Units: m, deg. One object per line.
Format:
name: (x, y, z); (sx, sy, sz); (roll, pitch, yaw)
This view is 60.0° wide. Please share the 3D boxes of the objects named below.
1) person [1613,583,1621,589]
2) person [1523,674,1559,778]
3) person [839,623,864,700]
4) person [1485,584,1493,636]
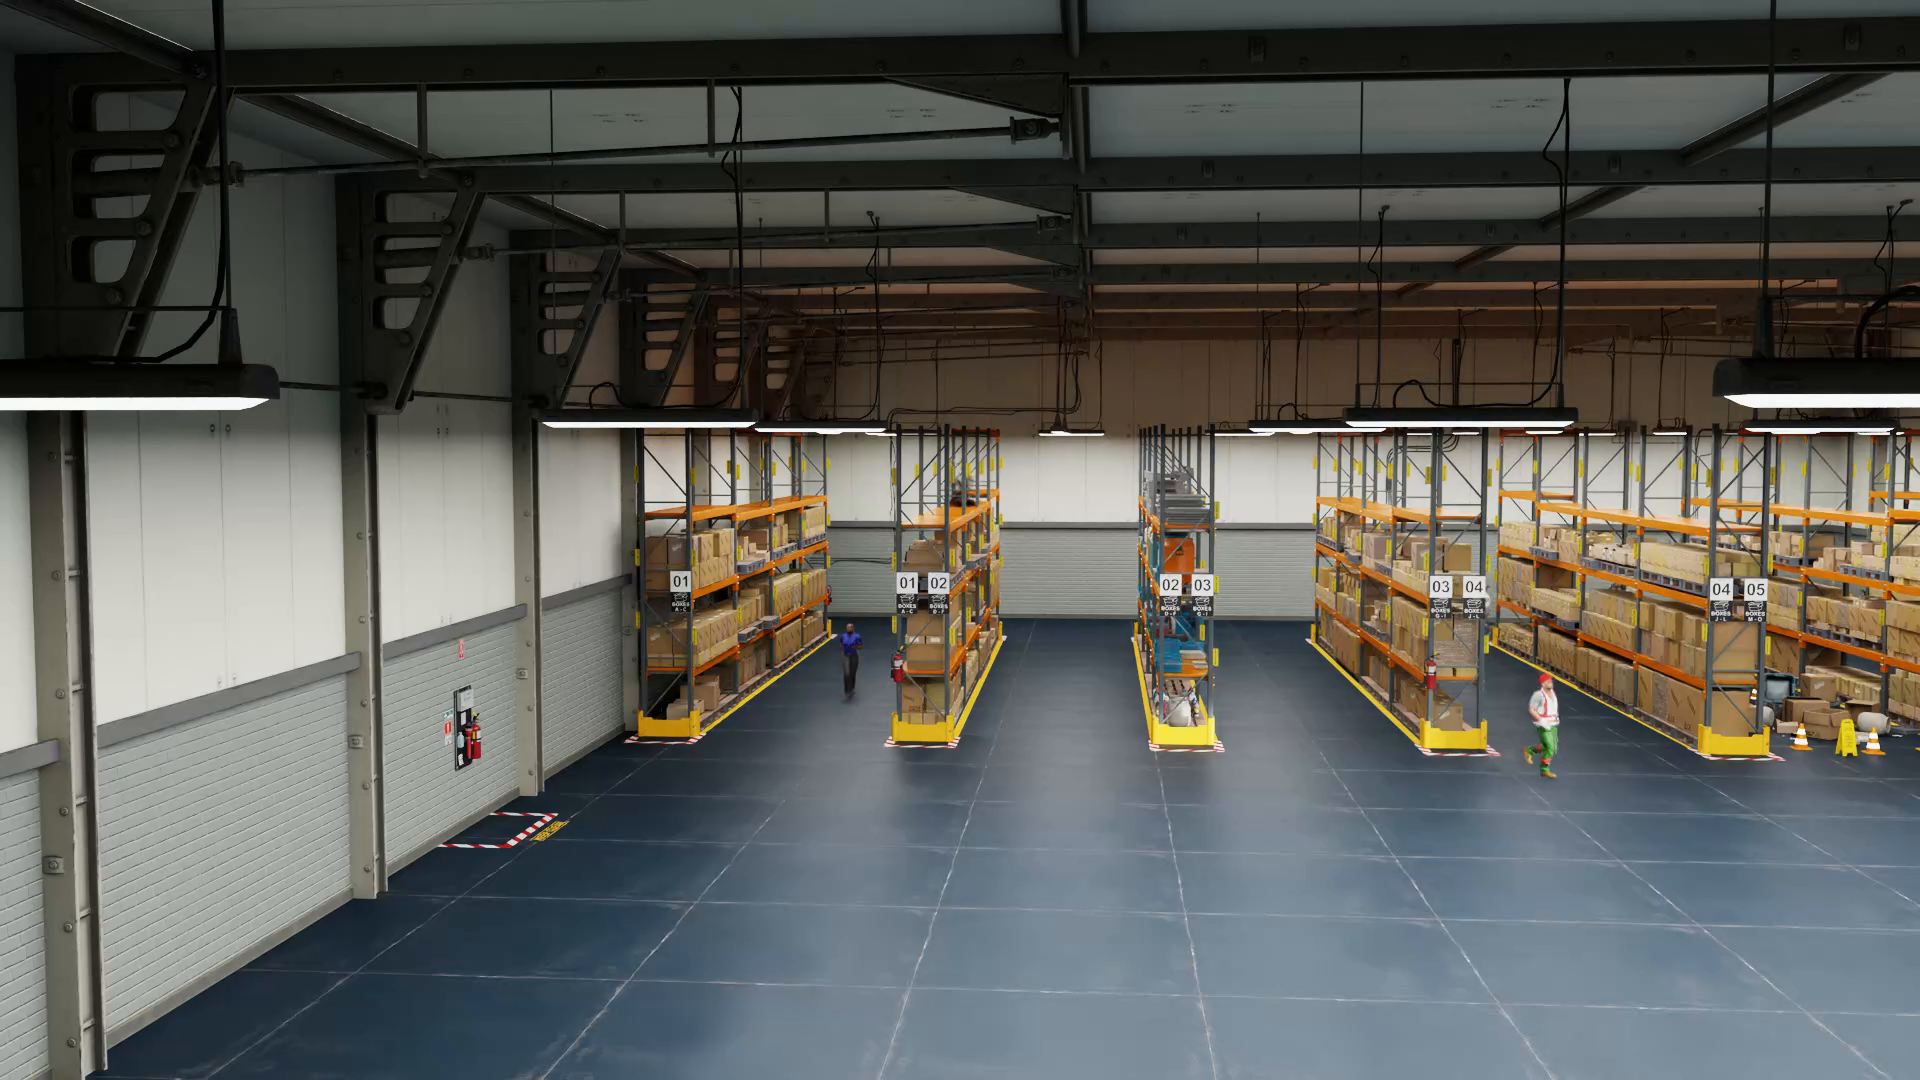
person: (18.722, 1.988, 47.278); (0.701, 1.753, 0.673); (0, 3, -1)
person: (9.863, 3.131, 28.247); (0.665, 1.763, 0.665); (-3, 4, -36)
person: (-2.396, 2.678, 36.704); (0.546, 1.725, 0.756); (0, 3, -2)
person: (14.884, 2.041, 47.237); (0.789, 1.664, 0.657); (-1, 4, -9)
